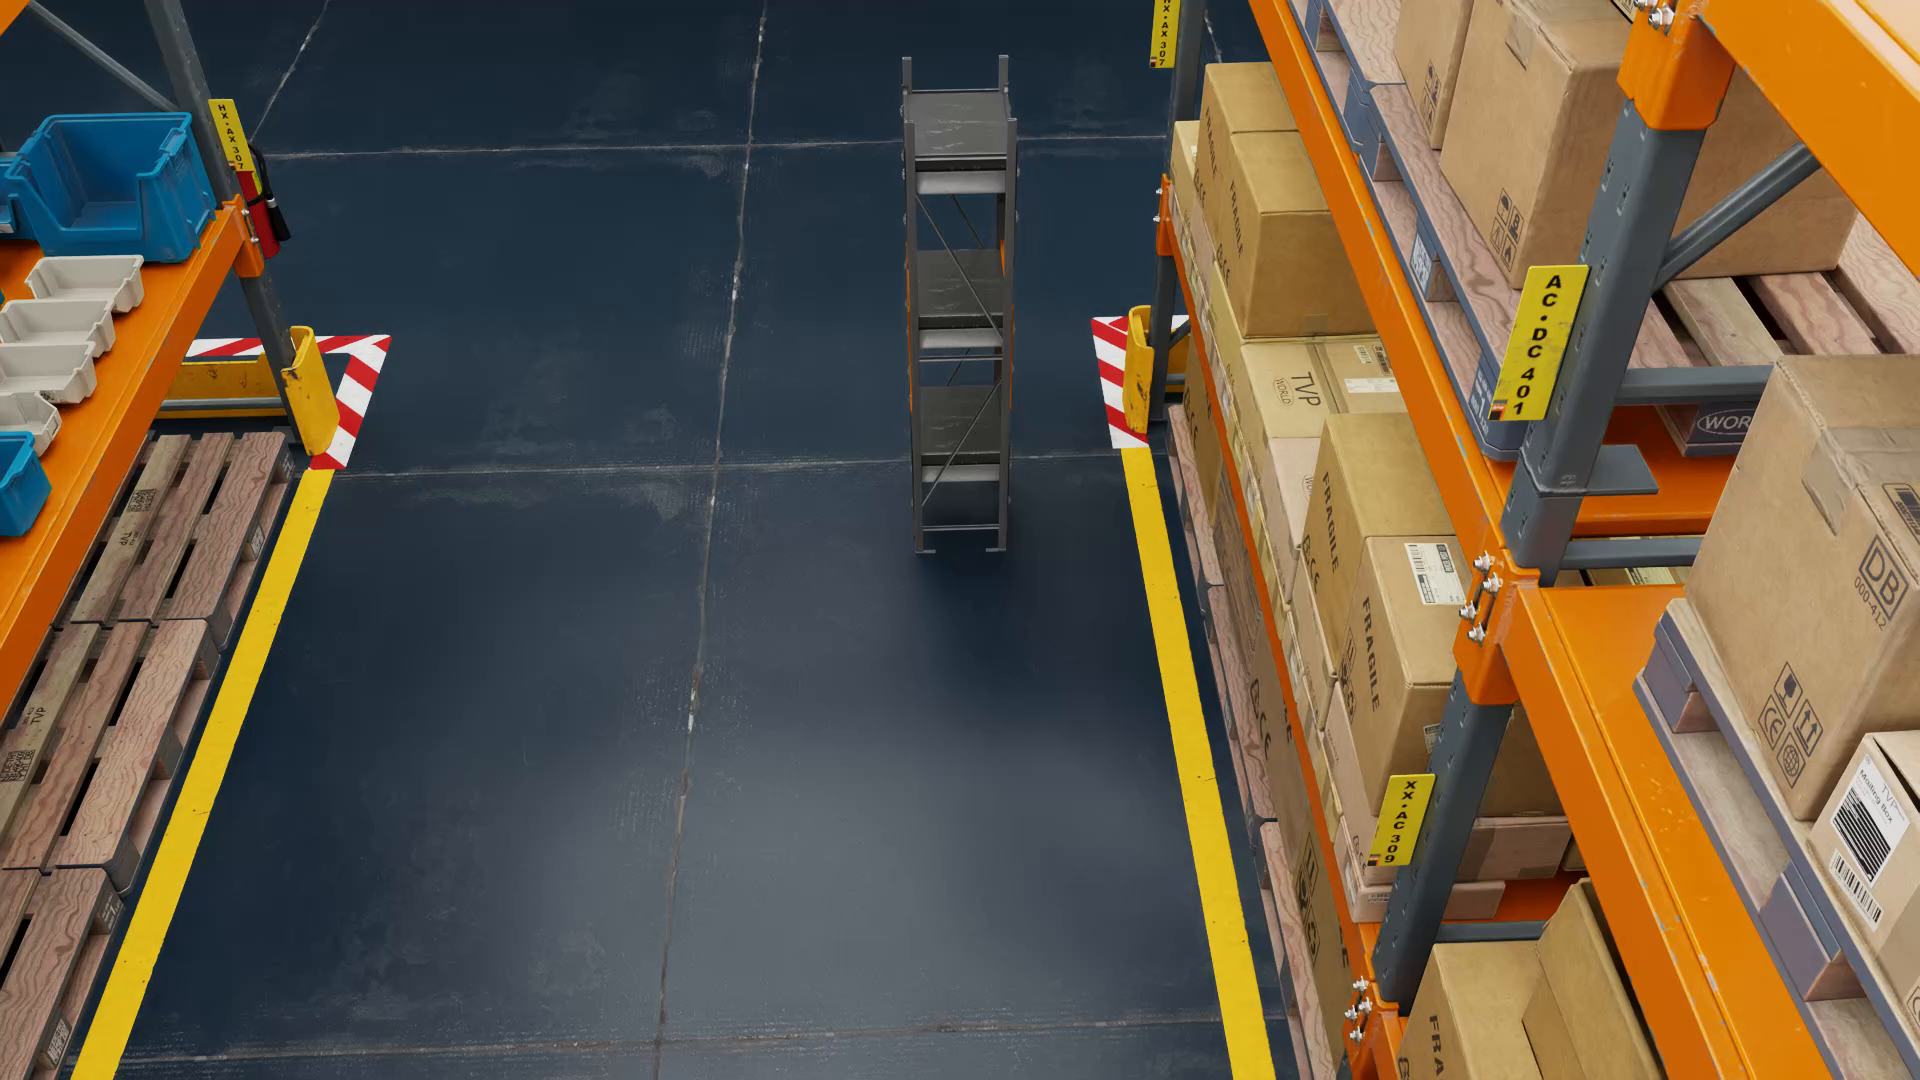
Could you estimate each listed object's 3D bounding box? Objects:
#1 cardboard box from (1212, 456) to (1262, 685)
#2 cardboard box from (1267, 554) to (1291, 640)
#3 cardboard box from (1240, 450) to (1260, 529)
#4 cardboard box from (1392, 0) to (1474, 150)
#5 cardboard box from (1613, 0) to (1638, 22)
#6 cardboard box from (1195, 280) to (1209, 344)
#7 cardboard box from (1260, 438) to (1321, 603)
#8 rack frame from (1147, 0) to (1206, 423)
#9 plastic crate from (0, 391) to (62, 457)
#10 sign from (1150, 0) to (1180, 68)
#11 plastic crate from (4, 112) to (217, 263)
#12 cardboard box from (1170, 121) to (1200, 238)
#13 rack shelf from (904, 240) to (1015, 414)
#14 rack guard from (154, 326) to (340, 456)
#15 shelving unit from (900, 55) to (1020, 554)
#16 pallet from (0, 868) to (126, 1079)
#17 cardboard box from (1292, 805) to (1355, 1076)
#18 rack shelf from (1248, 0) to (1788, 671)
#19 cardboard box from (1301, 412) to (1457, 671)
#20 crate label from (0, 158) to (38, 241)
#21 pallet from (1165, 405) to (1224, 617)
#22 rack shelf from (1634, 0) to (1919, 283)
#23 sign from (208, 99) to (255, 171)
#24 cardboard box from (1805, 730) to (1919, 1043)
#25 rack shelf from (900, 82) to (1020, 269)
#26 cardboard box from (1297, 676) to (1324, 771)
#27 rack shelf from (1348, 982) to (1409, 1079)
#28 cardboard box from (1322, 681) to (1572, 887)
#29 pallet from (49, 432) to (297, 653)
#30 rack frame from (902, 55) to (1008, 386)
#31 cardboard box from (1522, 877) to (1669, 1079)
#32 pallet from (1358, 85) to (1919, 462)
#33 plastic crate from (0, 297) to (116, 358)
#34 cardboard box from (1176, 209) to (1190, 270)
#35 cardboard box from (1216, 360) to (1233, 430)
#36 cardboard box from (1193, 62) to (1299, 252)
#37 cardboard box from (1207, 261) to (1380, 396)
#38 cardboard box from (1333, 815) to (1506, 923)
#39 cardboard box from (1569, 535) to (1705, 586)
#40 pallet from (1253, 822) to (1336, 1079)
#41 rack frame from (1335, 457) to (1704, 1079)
[{"bbox_3d":[1.531,-0.056,6.503,0.875,0.875,0.875,-2,43,-2],"label":"cardboard box"},{"bbox_3d":[1.171,0.173,5.177,0.380,0.149,0.250,-1,43,-1],"label":"cardboard box"},{"bbox_3d":[1.150,-0.172,5.553,0.380,0.149,0.250,-1,43,-1],"label":"cardboard box"},{"bbox_3d":[1.444,-1.253,3.868,0.700,0.500,0.500,0,43,0],"label":"cardboard box"},{"bbox_3d":[1.522,-1.274,3.336,0.500,0.250,0.500,-4,43,-5],"label":"cardboard box"},{"bbox_3d":[1.106,-0.865,6.310,0.380,0.149,0.250,-2,43,-2],"label":"cardboard box"},{"bbox_3d":[1.228,-0.067,5.144,0.500,0.250,0.500,-1,43,-1],"label":"cardboard box"},{"bbox_3d":[1.385,-1.729,7.066,1.000,3.000,0.127,-2,43,-2],"label":"rack frame"},{"bbox_3d":[-3.282,-0.384,5.749,0.298,0.136,0.250,-2,43,-2],"label":"plastic crate"},{"bbox_3d":[0.831,-2.065,6.734,0.100,0.325,0.005,-2,43,-2],"label":"sign"},{"bbox_3d":[-3.362,-1.401,6.638,0.616,0.435,0.499,-2,43,-2],"label":"plastic crate"},{"bbox_3d":[1.136,-1.451,6.654,0.500,0.250,0.500,-3,43,-3],"label":"cardboard box"},{"bbox_3d":[-0.007,-0.876,6.821,0.431,0.518,0.480,-2,43,-2],"label":"rack shelf"},{"bbox_3d":[-3.577,-0.681,7.773,1.175,0.500,0.348,-2,43,-2],"label":"rack guard"},{"bbox_3d":[-0.007,-0.886,6.812,0.431,2.100,0.503,-2,43,-2],"label":"shelving unit"},{"bbox_3d":[-3.463,1.646,5.447,1.003,0.211,1.213,-2,43,-2],"label":"pallet"},{"bbox_3d":[1.607,1.152,5.185,0.875,0.875,0.875,-2,43,-2],"label":"cardboard box"},{"bbox_3d":[1.470,-1.219,4.822,1.077,0.370,4.000,-2,43,-2],"label":"rack shelf"},{"bbox_3d":[1.251,0.000,4.516,0.500,0.500,0.500,-1,43,-1],"label":"cardboard box"},{"bbox_3d":[-3.882,-1.371,6.755,0.416,0.233,0.303,-2,43,-2],"label":"crate label"},{"bbox_3d":[1.497,-0.163,7.422,1.003,0.211,1.213,-2,43,-2],"label":"pallet"},{"bbox_3d":[1.640,0.523,0.998,1.077,0.370,4.000,-2,43,-2],"label":"rack shelf"},{"bbox_3d":[-3.014,-1.674,6.885,0.100,0.325,0.005,-2,43,-2],"label":"sign"},{"bbox_3d":[1.512,0.487,2.184,0.500,0.311,0.500,-3,43,-3],"label":"cardboard box"},{"bbox_3d":[-0.007,-1.392,6.348,0.431,0.518,0.480,-2,43,-2],"label":"rack shelf"},{"bbox_3d":[1.193,0.521,4.798,0.380,0.149,0.250,-2,43,-3],"label":"cardboard box"},{"bbox_3d":[1.640,2.587,2.890,1.077,0.370,4.000,-2,43,-2],"label":"rack shelf"},{"bbox_3d":[1.274,0.627,4.387,0.500,0.250,0.500,-2,43,-3],"label":"cardboard box"},{"bbox_3d":[-3.567,-0.001,7.245,1.003,0.211,1.213,-2,43,-2],"label":"pallet"},{"bbox_3d":[-0.017,-1.051,6.992,0.400,2.100,0.015,-2,43,-2],"label":"rack frame"},{"bbox_3d":[1.591,0.996,3.277,0.797,0.503,0.637,-3,43,-3],"label":"cardboard box"},{"bbox_3d":[1.531,-0.654,3.739,1.003,0.211,1.213,-2,43,-2],"label":"pallet"},{"bbox_3d":[-3.350,-0.770,6.171,0.396,0.136,0.243,-2,43,-2],"label":"plastic crate"},{"bbox_3d":[1.083,-1.214,6.690,0.380,0.149,0.250,-2,43,-2],"label":"cardboard box"},{"bbox_3d":[1.128,-0.519,5.932,0.380,0.149,0.250,-2,43,-2],"label":"cardboard box"},{"bbox_3d":[1.157,-1.390,6.033,0.500,0.500,0.500,-3,43,-3],"label":"cardboard box"},{"bbox_3d":[1.182,-0.761,5.901,0.500,0.250,0.500,-3,43,-3],"label":"cardboard box"},{"bbox_3d":[1.215,0.868,4.419,0.380,0.149,0.250,-1,43,-2],"label":"cardboard box"},{"bbox_3d":[1.790,0.310,4.177,0.500,0.500,0.500,-2,43,-2],"label":"cardboard box"},{"bbox_3d":[1.601,1.484,5.625,1.003,0.211,1.213,-2,43,-2],"label":"pallet"},{"bbox_3d":[1.555,0.971,4.120,1.000,3.000,0.127,-2,43,-2],"label":"rack frame"}]
